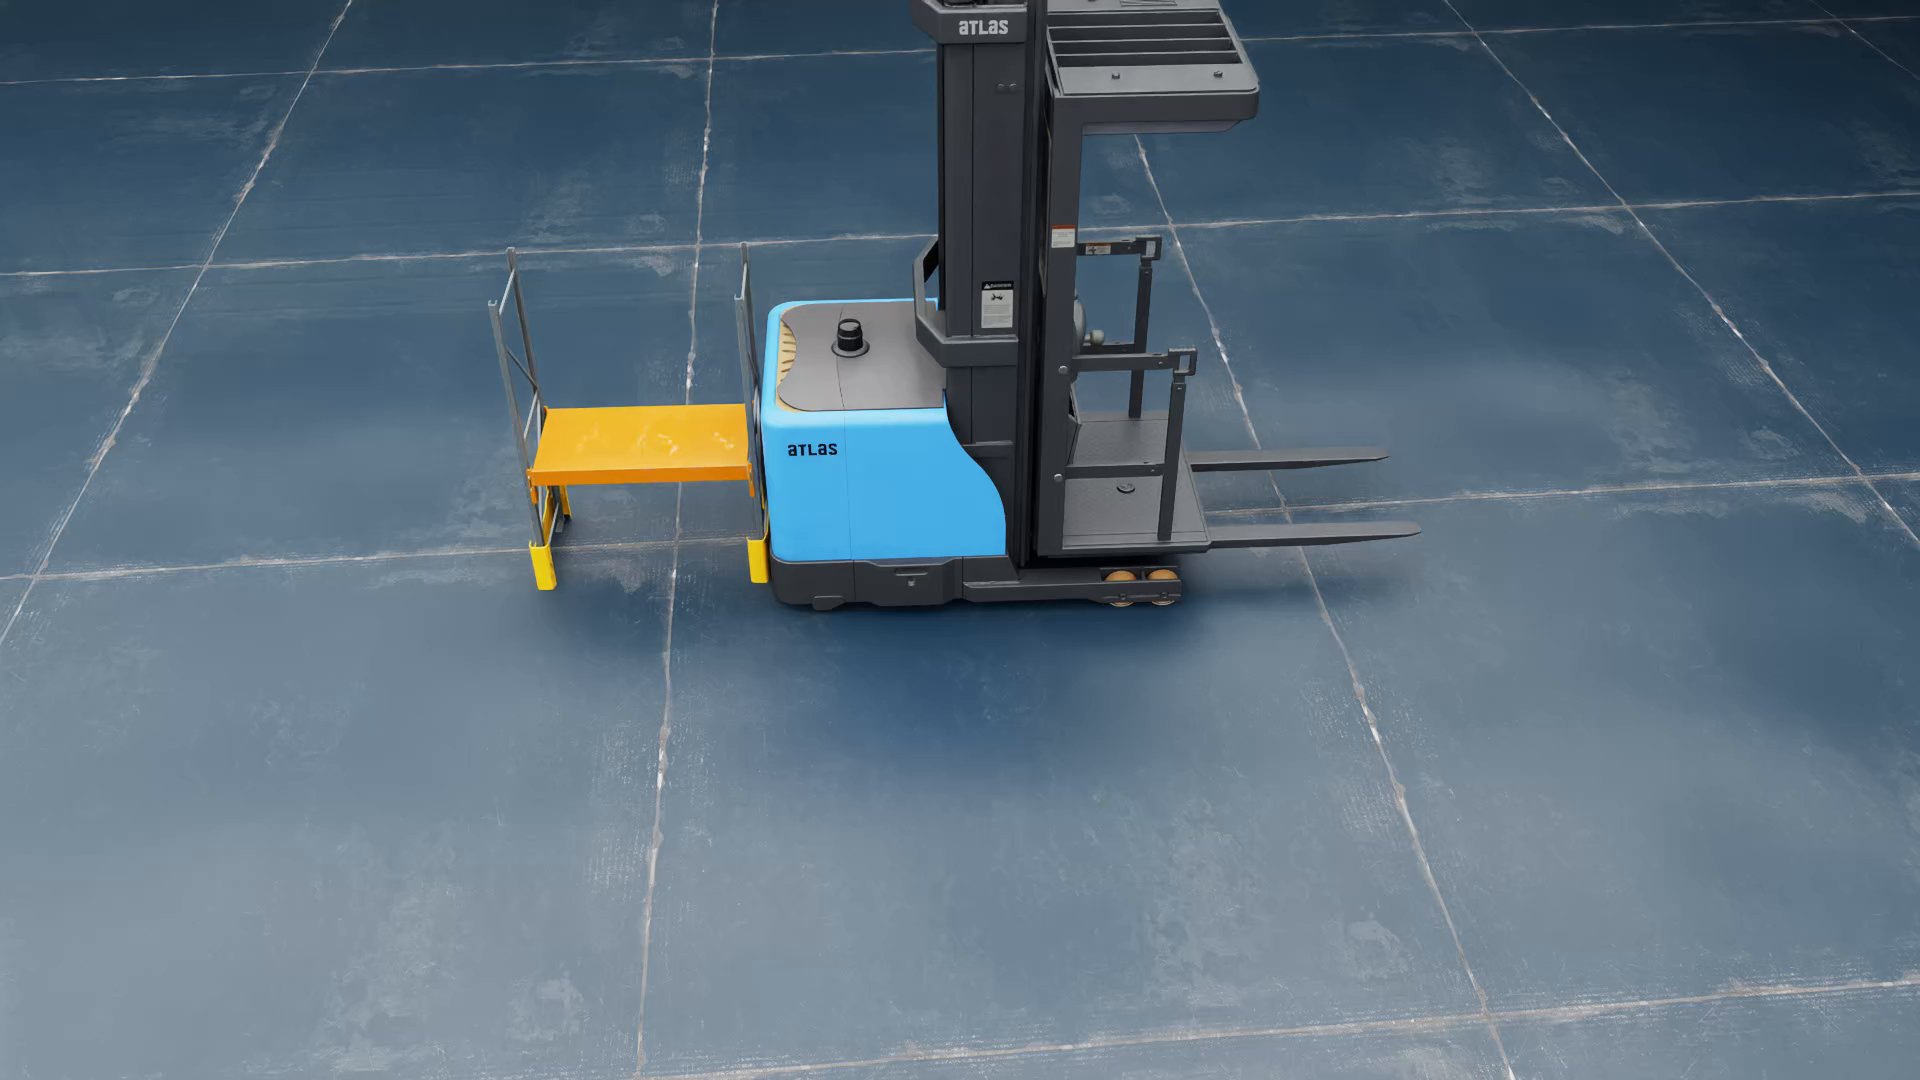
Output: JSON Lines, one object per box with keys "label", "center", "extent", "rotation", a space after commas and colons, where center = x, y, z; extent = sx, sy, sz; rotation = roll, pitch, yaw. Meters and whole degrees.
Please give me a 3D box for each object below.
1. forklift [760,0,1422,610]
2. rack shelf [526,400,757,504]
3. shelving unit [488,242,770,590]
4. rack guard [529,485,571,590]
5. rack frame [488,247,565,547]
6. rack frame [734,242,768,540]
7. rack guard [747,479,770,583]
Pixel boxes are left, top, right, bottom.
{"label": "forklift", "center": [0.630, -1.171, 7.190], "extent": [3.031, 2.935, 1.130], "rotation": [-2, 38, -2]}
{"label": "rack shelf", "center": [-1.444, -0.412, 7.673], "extent": [1.000, 0.185, 0.538], "rotation": [-2, 38, -2]}
{"label": "shelving unit", "center": [-1.453, -0.553, 7.561], "extent": [1.083, 1.500, 0.587], "rotation": [-2, 38, -2]}
{"label": "rack guard", "center": [-1.950, -0.046, 7.929], "extent": [0.087, 0.250, 0.587], "rotation": [-2, 38, -2]}
{"label": "rack frame", "center": [-1.951, -0.537, 7.542], "extent": [0.032, 1.500, 0.500], "rotation": [-2, 38, -2]}
{"label": "rack frame", "center": [-0.936, -0.569, 7.582], "extent": [0.032, 1.500, 0.500], "rotation": [-2, 38, -2]}
{"label": "rack guard", "center": [-0.955, -0.077, 7.968], "extent": [0.087, 0.250, 0.587], "rotation": [-2, 38, -2]}
